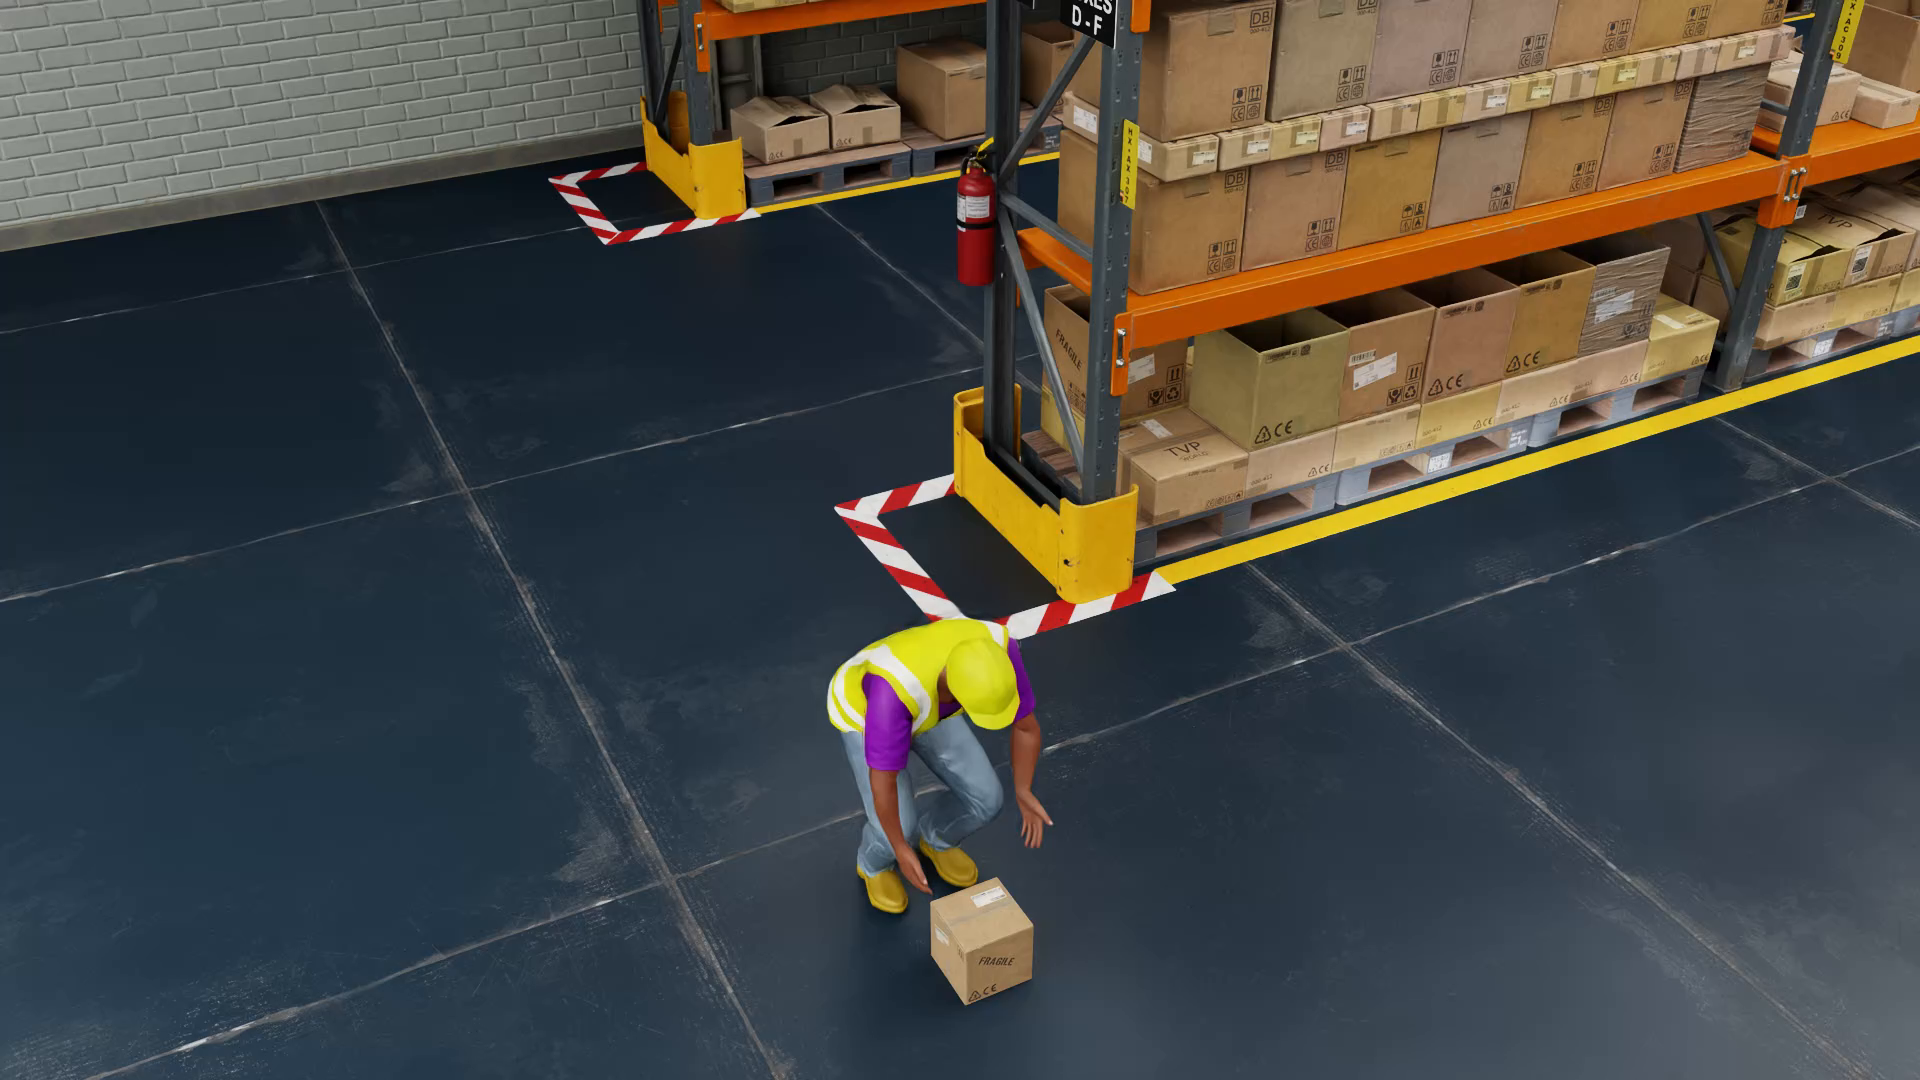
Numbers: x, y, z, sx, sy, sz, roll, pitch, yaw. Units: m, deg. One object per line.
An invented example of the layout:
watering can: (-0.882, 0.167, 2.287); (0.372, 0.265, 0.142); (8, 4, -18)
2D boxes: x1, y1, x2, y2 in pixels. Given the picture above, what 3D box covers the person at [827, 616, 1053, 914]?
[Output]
person: (-0.080, 0.693, 5.518); (0.625, 1.253, 0.828); (-16, 36, -23)
